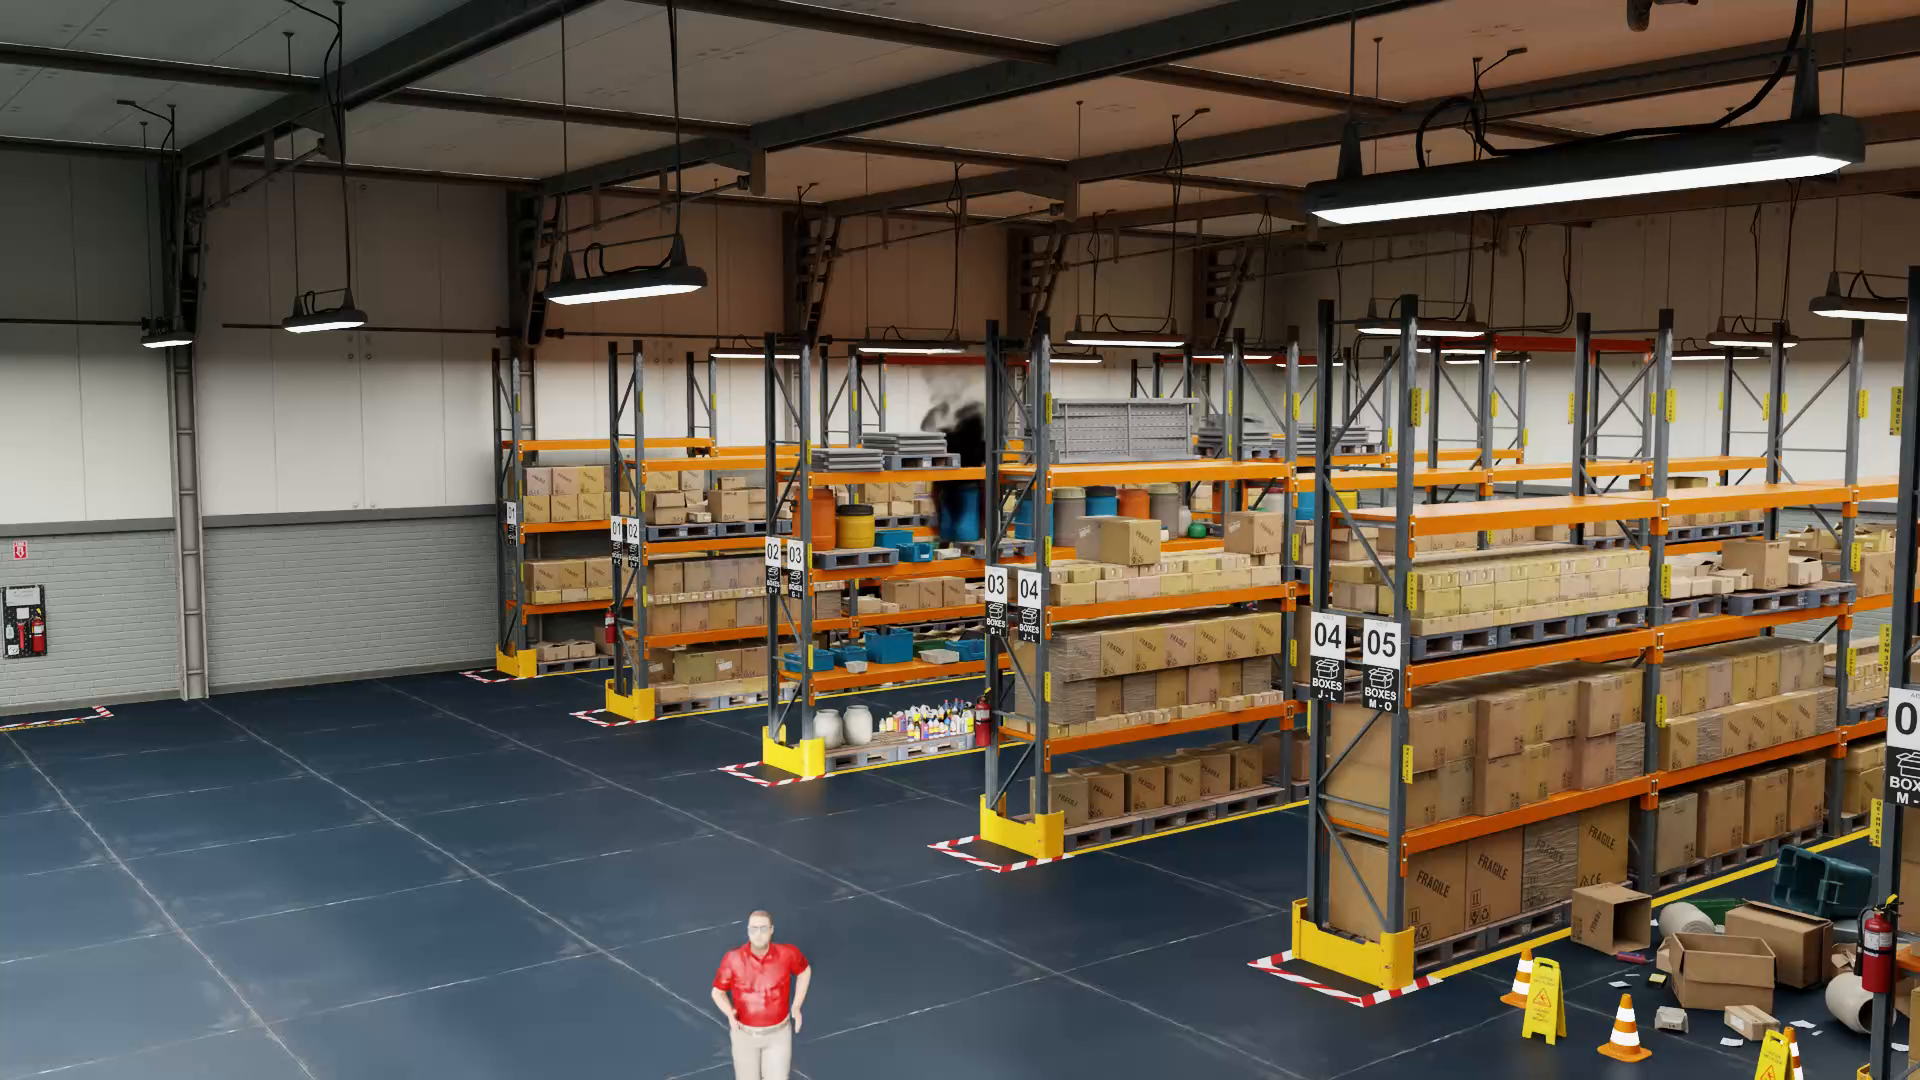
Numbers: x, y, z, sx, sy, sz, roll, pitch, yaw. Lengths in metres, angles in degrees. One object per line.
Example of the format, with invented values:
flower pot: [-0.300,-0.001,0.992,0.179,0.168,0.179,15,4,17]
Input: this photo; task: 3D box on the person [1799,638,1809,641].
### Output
person: [11.717,2.265,23.117,0.755,1.812,0.670,-3,6,-31]

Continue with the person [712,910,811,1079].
person: [-1.330,3.337,11.173,0.664,1.734,0.944,0,5,-5]
